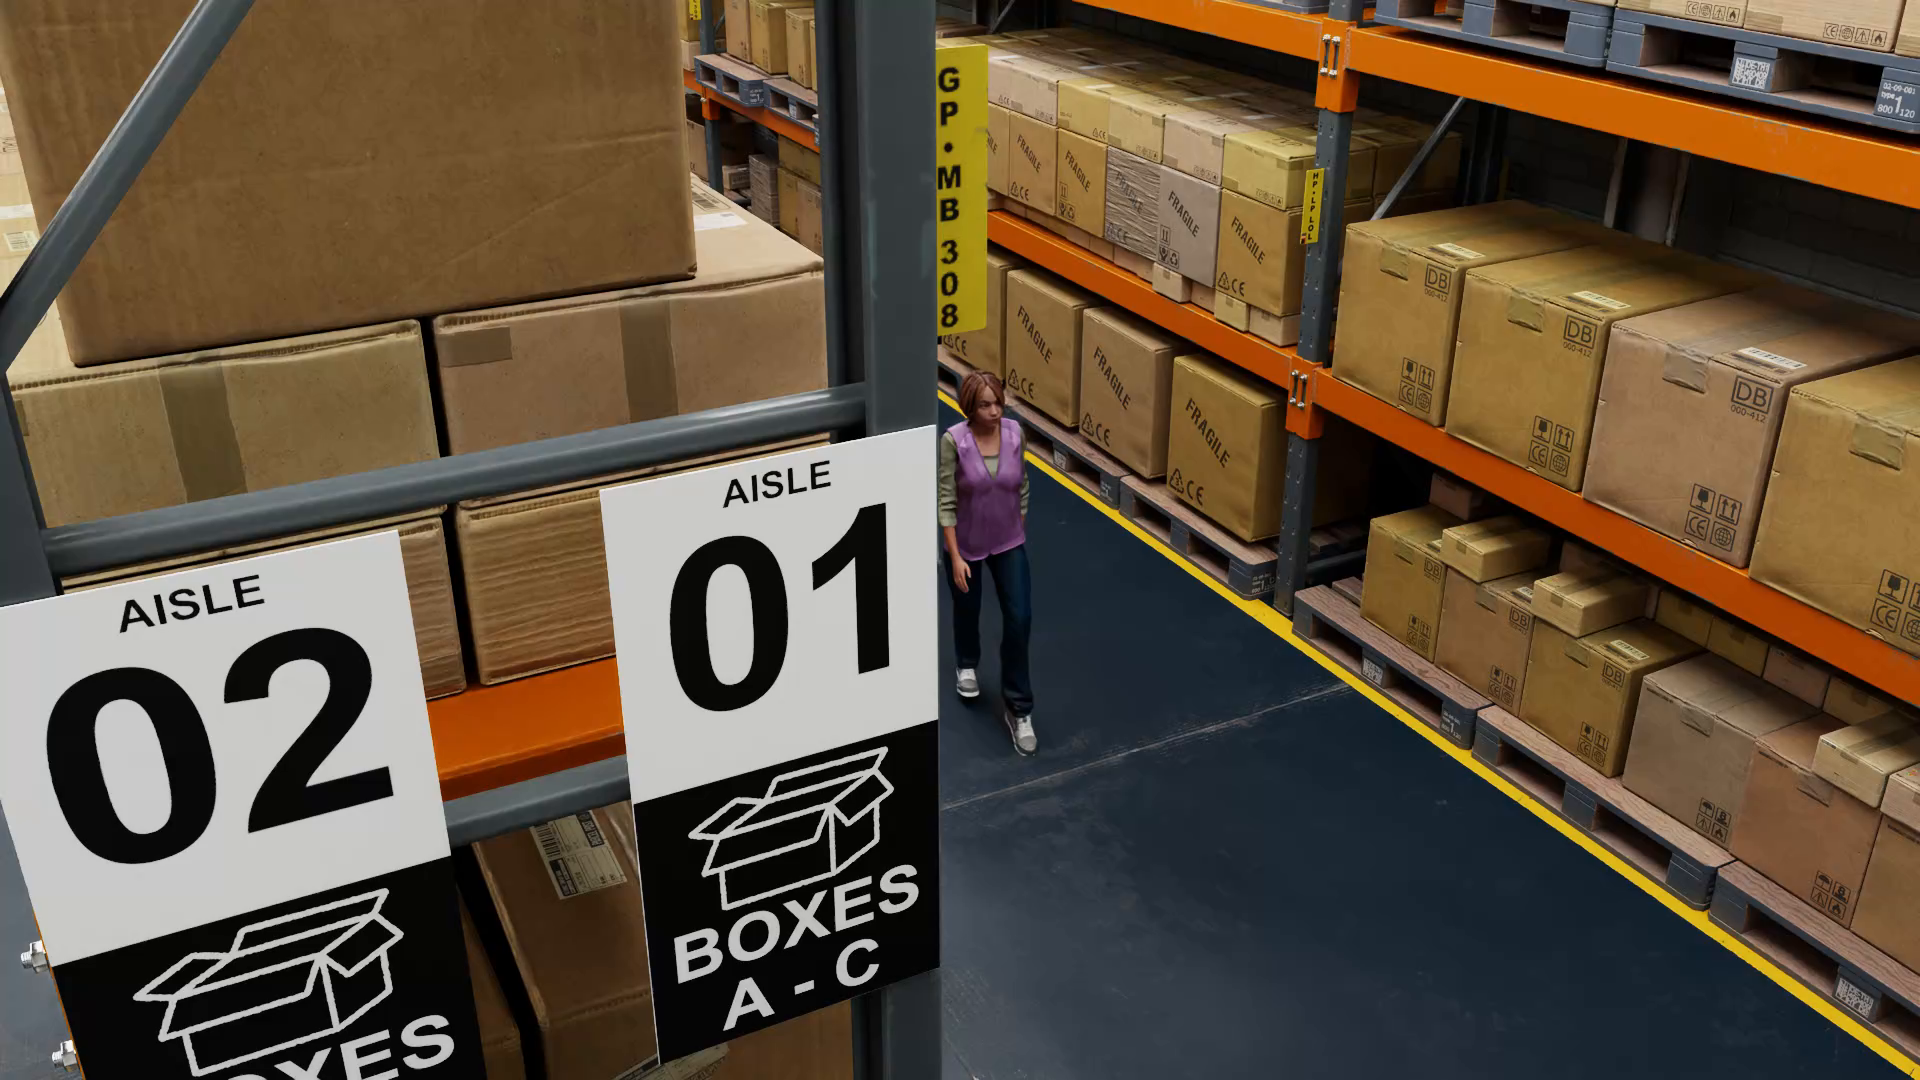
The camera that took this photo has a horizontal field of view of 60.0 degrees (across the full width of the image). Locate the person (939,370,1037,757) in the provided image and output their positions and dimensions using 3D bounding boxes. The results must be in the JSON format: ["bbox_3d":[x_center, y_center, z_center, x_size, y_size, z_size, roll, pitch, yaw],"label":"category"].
[{"bbox_3d":[0.109,0.063,6.997,0.429,1.619,0.716,-6,26,-11],"label":"person"}]
